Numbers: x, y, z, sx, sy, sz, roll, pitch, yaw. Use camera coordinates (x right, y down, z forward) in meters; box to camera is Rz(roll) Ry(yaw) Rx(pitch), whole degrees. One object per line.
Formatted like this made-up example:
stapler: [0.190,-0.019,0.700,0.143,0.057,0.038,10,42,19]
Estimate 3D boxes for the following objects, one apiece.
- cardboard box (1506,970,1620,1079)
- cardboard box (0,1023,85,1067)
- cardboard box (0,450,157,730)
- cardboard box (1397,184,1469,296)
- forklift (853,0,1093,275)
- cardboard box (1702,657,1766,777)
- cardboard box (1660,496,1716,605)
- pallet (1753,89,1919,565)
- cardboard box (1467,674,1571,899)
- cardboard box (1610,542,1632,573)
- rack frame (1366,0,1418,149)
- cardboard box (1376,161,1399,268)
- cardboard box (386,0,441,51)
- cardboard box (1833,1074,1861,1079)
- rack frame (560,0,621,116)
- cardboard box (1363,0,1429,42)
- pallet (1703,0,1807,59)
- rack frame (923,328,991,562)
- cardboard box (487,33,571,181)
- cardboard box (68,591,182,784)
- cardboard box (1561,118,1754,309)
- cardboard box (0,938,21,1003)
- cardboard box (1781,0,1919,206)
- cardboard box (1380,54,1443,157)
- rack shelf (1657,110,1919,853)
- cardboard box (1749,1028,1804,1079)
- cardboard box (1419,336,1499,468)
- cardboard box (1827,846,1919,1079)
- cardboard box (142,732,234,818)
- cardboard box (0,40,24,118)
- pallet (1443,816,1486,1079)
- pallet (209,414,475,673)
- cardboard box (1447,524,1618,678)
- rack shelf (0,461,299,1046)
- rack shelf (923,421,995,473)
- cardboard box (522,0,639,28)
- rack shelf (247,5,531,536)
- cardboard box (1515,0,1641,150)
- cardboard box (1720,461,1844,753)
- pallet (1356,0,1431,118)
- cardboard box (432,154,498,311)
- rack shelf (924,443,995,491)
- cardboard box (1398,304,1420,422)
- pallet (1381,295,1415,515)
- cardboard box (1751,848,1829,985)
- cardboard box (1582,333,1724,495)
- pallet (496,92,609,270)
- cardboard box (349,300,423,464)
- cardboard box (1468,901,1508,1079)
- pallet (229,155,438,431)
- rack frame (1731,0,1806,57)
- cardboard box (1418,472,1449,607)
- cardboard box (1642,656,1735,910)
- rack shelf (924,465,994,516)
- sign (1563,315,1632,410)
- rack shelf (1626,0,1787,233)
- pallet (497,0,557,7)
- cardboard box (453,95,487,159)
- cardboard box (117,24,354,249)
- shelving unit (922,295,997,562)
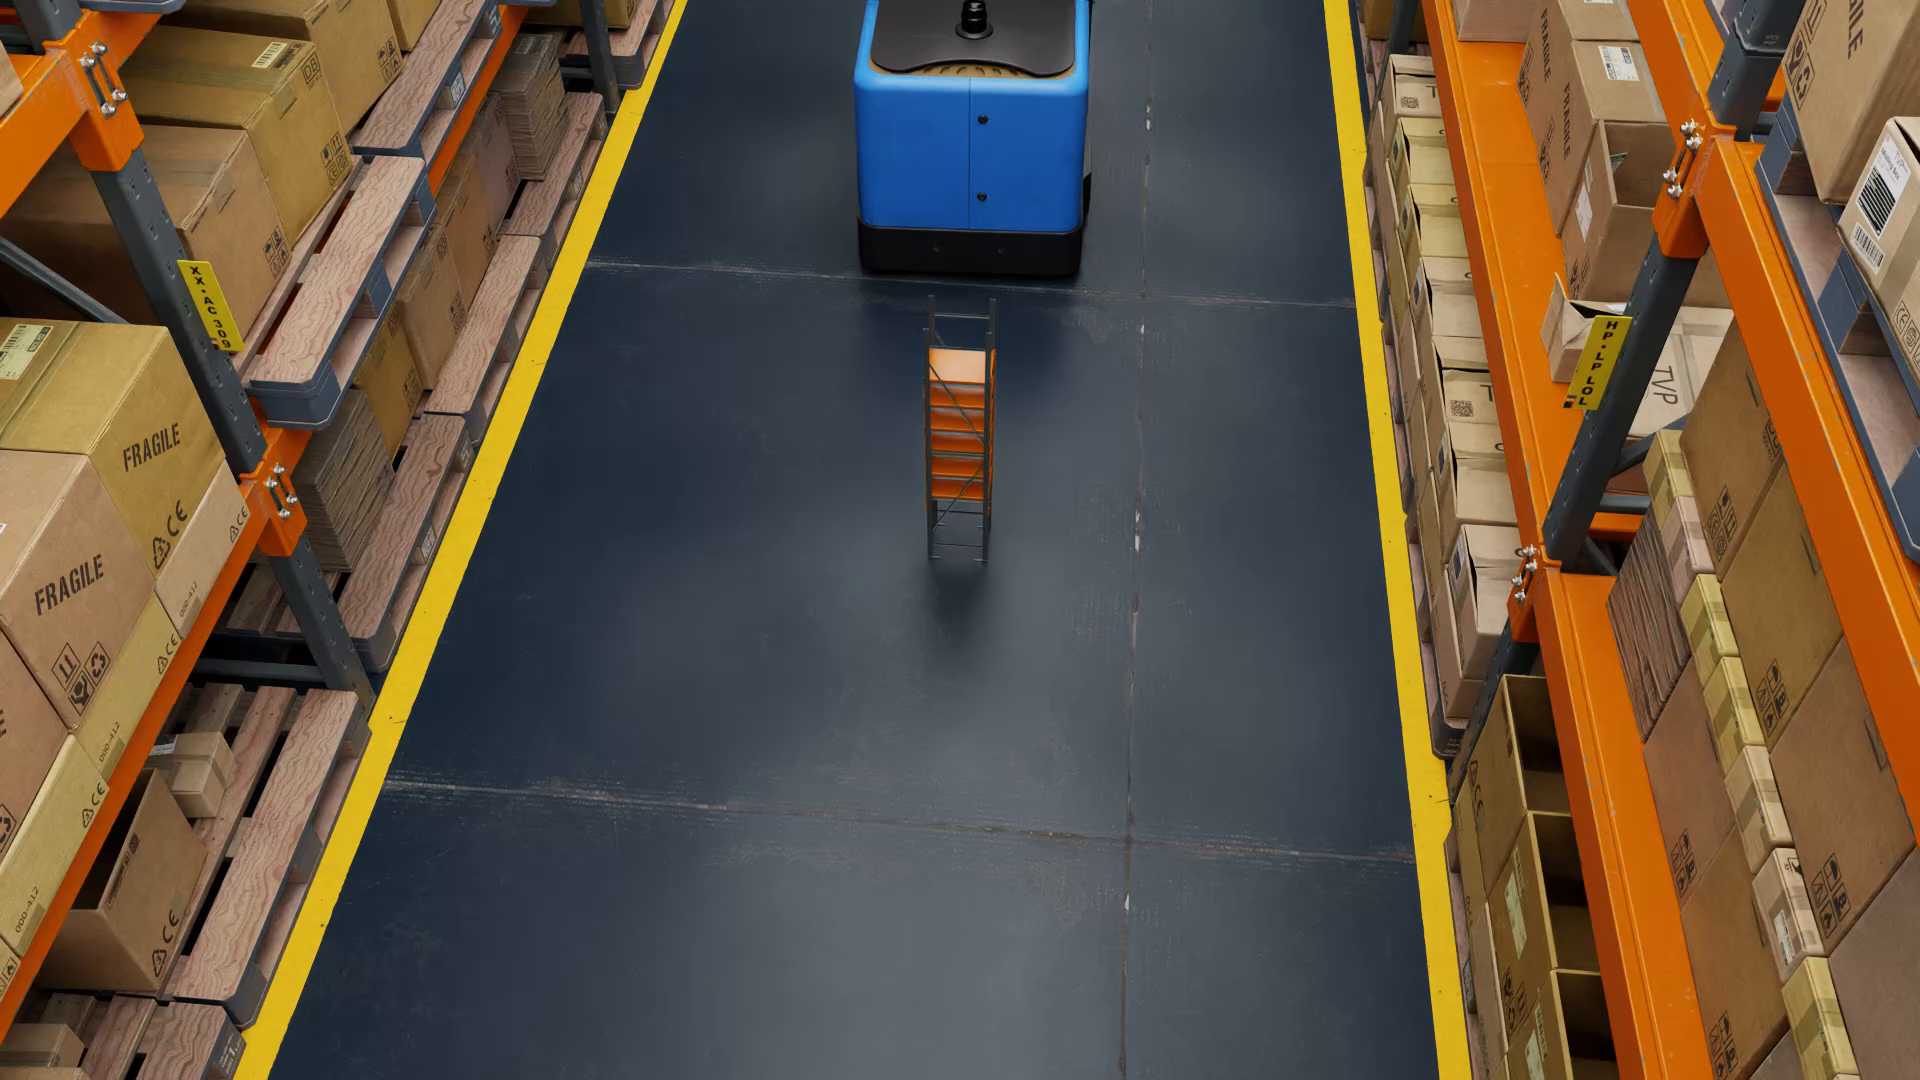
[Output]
cardboard box: [1.800,1.511,4.432,0.500,0.500,0.500,4,48,4]
cardboard box: [-2.854,1.580,4.932,0.380,0.149,0.250,0,48,0]
cardboard box: [-2.463,0.119,4.214,0.500,0.500,0.500,4,48,3]
cardboard box: [2.181,-1.293,7.125,0.500,0.311,0.500,3,48,2]
forklift: [0.123,-3.316,7.822,1.130,2.935,3.031,2,48,2]
cardboard box: [1.961,0.422,3.850,0.380,0.149,0.250,3,48,3]
cardboard box: [2.005,0.039,4.200,0.380,0.149,0.250,5,48,4]
pallet: [2.193,-0.431,3.165,1.003,0.211,1.213,4,48,4]
cardboard box: [1.891,0.776,5.104,0.500,0.500,0.500,4,48,4]
cardboard box: [2.531,0.233,5.729,0.500,0.311,0.500,4,48,4]
rack frame: [2.610,-3.016,7.502,1.000,3.000,0.127,4,48,4]
cardboard box: [2.224,-1.496,7.690,0.500,0.250,0.500,3,48,2]
cardboard box: [-2.448,-2.266,6.450,0.700,0.500,0.500,4,48,4]
cardboard box: [1.865,1.176,3.160,0.380,0.149,0.250,3,48,3]
rack frame: [-2.324,-3.347,7.804,1.000,3.000,0.127,4,48,4]
cardboard box: [2.461,-3.024,8.905,0.500,0.500,0.500,6,48,5]
pallet: [2.312,-1.674,4.371,0.805,0.209,1.217,2,48,2]
rack frame: [-0.010,-0.327,6.262,0.240,1.200,0.006,4,48,4]
cardboard box: [-2.338,-2.119,8.077,0.700,0.500,0.500,4,48,4]
cardboard box: [-2.483,0.370,4.492,0.500,0.250,0.500,4,48,4]
cardboard box: [2.379,-1.061,5.646,0.500,0.500,0.500,7,48,6]
cardboard box: [-2.559,1.111,3.815,0.500,0.250,0.500,4,48,4]
cardboard box: [1.937,-0.960,3.141,0.500,0.500,0.500,7,48,7]
cardboard box: [2.269,-2.054,7.821,0.500,0.311,0.500,5,48,5]
rack shelf: [2.063,0.623,2.628,1.077,0.370,4.000,4,48,4]
cardboard box: [2.074,1.349,3.442,0.700,0.500,0.500,5,48,5]
cardboard box: [2.085,-0.546,6.441,0.500,0.311,0.500,4,48,3]
cardboard box: [2.074,0.884,2.987,0.700,0.500,0.500,4,48,4]
cardboard box: [-2.707,0.796,5.637,0.380,0.166,0.250,-2,48,-2]
cardboard box: [-2.488,-1.071,3.608,0.500,0.500,0.500,5,48,5]
pallet: [2.131,1.446,5.311,1.003,0.211,1.213,4,48,4]
pallet: [-2.619,-0.038,6.668,1.003,0.211,1.213,4,48,4]
cardboard box: [1.996,0.203,5.756,0.500,0.311,0.500,4,48,4]
rack shelf: [-2.871,1.305,4.037,1.077,0.370,4.000,4,48,4]
rack shelf: [-0.001,-0.364,6.356,0.258,0.103,0.180,4,48,4]
cardboard box: [-2.126,-3.294,8.929,0.750,0.750,0.750,3,48,3]
rack shelf: [-2.506,-1.634,6.725,1.077,0.370,4.000,4,48,4]
cardboard box: [2.473,-1.816,6.336,0.500,0.500,0.500,2,48,1]
cardboard box: [2.166,0.149,3.660,0.700,0.500,0.500,4,48,3]
pallet: [2.715,-2.621,9.030,1.003,0.211,1.213,4,48,4]
cardboard box: [-2.517,-1.381,7.402,0.700,0.500,0.500,4,48,3]
rack shelf: [-0.001,-0.283,6.445,0.258,0.103,0.180,4,48,4]
cardboard box: [2.136,-0.736,6.995,0.500,0.250,0.500,5,48,4]
pallet: [2.382,-0.579,7.162,1.003,0.211,1.213,4,48,4]
cardboard box: [1.914,0.802,3.502,0.380,0.149,0.250,3,48,2]
cardboard box: [2.246,-0.391,5.202,0.500,0.250,0.500,7,48,6]
pallet: [-2.397,-1.831,8.308,1.003,0.211,1.213,4,48,4]
cardboard box: [-2.641,-0.637,6.722,0.700,0.500,0.500,3,48,3]
cardboard box: [1.850,1.397,5.044,0.500,0.250,0.500,4,48,4]
pallet: [-2.474,-0.894,5.691,1.003,0.211,1.213,4,48,4]
rack frame: [2.245,-2.102,2.600,1.000,3.000,0.127,4,48,4]
cardboard box: [2.042,0.013,6.310,0.500,0.250,0.500,3,48,3]
cardboard box: [2.169,0.604,4.123,0.700,0.500,0.500,3,48,3]
rack shelf: [-0.001,-0.202,6.533,0.258,0.103,0.180,4,48,4]
sign: [1.704,-0.470,4.442,0.100,0.325,0.005,4,48,4]
rack shelf: [2.427,-2.316,5.316,1.077,0.370,4.000,4,48,4]
pallet: [-2.283,-2.751,7.389,1.213,0.211,1.003,4,48,4]
cardboard box: [-2.452,-1.957,7.421,0.500,0.250,0.500,5,48,4]
cardboard box: [-2.550,-1.371,5.632,0.700,0.500,0.500,8,48,8]
shelving unit: [-0.001,-0.394,6.323,0.258,1.200,0.189,4,48,4]
